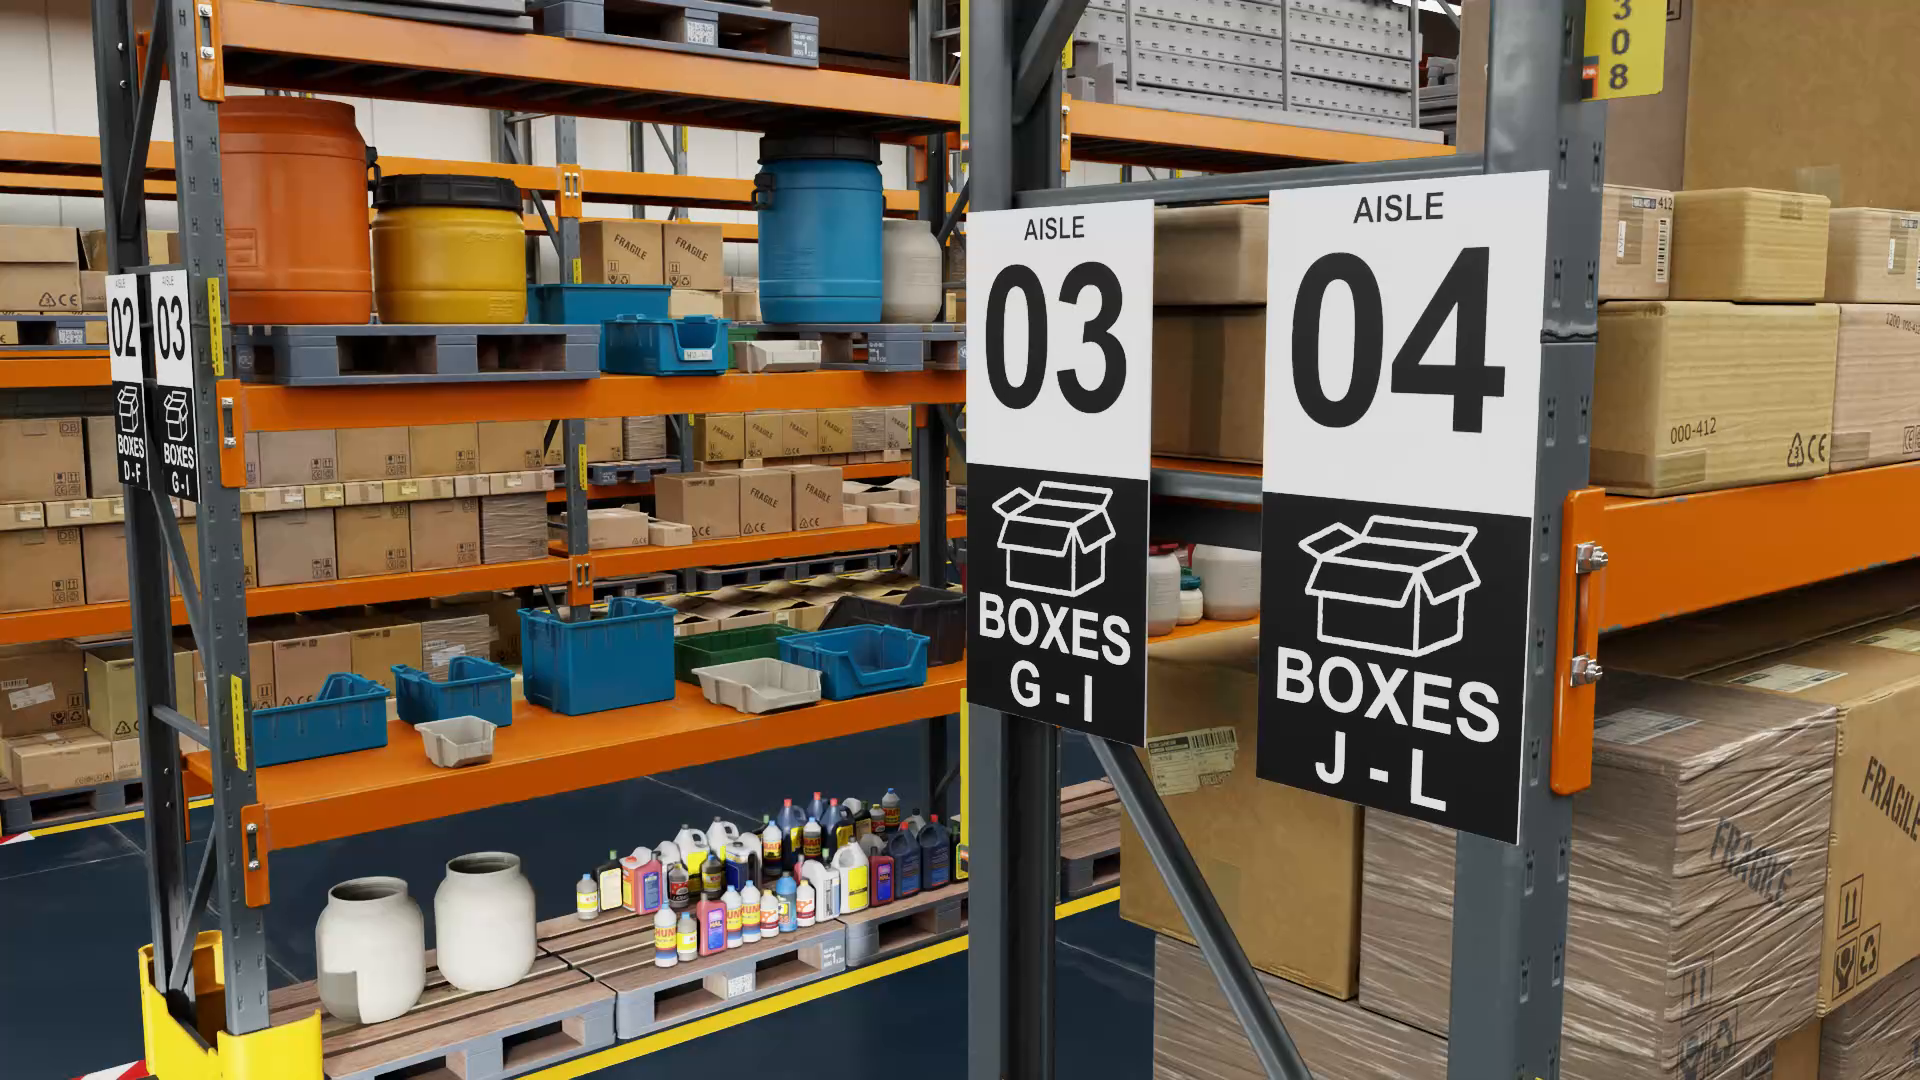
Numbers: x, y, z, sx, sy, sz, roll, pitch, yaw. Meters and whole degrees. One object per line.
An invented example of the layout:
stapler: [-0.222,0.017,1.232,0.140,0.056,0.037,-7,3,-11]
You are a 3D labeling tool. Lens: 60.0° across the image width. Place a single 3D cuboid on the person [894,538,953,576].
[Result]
person: [-0.380,0.131,16.891,0.707,1.388,0.496,-7,10,-42]
